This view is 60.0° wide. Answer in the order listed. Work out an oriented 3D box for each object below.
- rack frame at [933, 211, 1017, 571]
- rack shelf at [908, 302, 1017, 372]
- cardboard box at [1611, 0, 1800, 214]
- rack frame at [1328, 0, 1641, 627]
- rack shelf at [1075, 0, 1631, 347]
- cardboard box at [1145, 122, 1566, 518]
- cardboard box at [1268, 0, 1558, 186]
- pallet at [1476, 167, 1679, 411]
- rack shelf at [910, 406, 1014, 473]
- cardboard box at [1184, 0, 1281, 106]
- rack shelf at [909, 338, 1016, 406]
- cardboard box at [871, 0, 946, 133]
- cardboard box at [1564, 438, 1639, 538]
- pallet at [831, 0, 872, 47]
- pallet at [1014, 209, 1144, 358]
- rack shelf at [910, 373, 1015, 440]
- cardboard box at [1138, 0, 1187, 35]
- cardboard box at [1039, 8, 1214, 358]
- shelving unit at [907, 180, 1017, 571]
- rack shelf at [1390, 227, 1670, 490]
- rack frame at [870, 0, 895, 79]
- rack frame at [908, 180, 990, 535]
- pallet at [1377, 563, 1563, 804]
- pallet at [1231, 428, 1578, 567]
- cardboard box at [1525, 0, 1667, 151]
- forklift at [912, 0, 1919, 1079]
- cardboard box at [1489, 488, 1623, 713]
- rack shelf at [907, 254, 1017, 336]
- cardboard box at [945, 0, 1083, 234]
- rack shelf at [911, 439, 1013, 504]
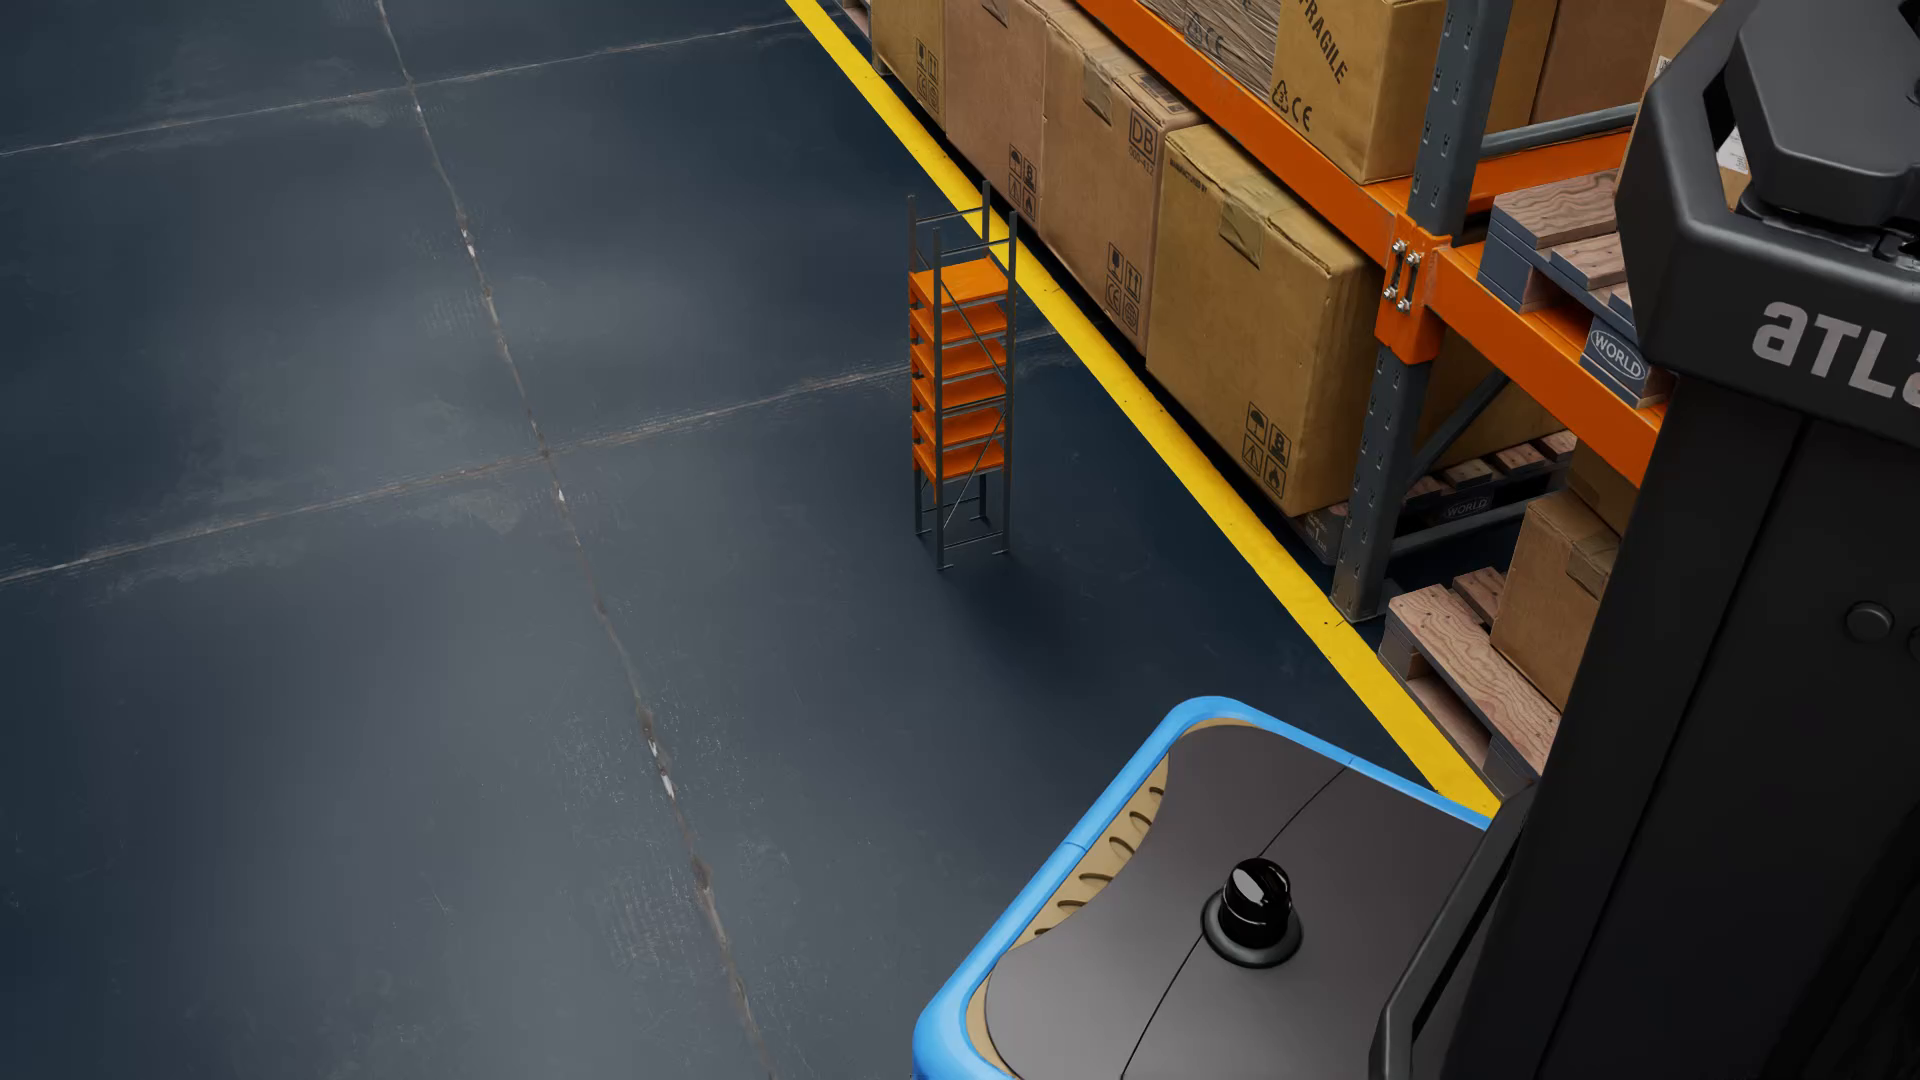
[{"bbox_3d":[0.041,-0.391,4.785,0.240,1.200,0.006,-15,43,-17],"label":"rack frame"},{"bbox_3d":[0.006,-0.594,4.721,0.258,0.103,0.180,-15,43,-17],"label":"rack shelf"},{"bbox_3d":[1.845,-0.923,3.624,0.500,0.500,0.500,-20,45,-22],"label":"cardboard box"},{"bbox_3d":[1.601,-1.041,4.160,1.000,3.000,0.127,-15,43,-17],"label":"rack frame"},{"bbox_3d":[0.836,-1.973,5.796,1.077,0.370,4.000,-15,43,-17],"label":"rack shelf"},{"bbox_3d":[1.357,-0.816,5.206,1.225,0.875,0.875,-17,44,-19],"label":"cardboard box"},{"bbox_3d":[1.184,-1.315,4.402,0.500,0.500,0.500,-14,43,-16],"label":"cardboard box"},{"bbox_3d":[1.972,-0.566,3.755,1.213,0.211,1.003,-15,43,-17],"label":"pallet"},{"bbox_3d":[0.006,-0.322,4.956,0.258,0.103,0.180,-15,43,-17],"label":"rack shelf"},{"bbox_3d":[0.998,-1.617,4.753,0.500,0.500,0.500,-15,43,-17],"label":"cardboard box"},{"bbox_3d":[0.006,-0.504,4.799,0.258,0.103,0.180,-15,43,-17],"label":"rack shelf"},{"bbox_3d":[0.334,-2.424,7.076,1.225,0.875,0.875,-15,43,-17],"label":"cardboard box"},{"bbox_3d":[1.885,-0.149,4.127,0.500,0.250,0.500,-13,42,-15],"label":"cardboard box"},{"bbox_3d":[-0.148,-2.871,8.427,1.003,0.211,1.213,-15,43,-17],"label":"pallet"},{"bbox_3d":[0.906,-1.212,6.497,1.003,0.211,1.213,-15,43,-17],"label":"pallet"},{"bbox_3d":[0.006,-0.413,4.878,0.258,0.103,0.180,-15,43,-17],"label":"rack shelf"},{"bbox_3d":[0.797,-1.929,5.115,0.500,0.500,0.500,-16,43,-18],"label":"cardboard box"},{"bbox_3d":[1.023,-1.355,5.832,1.225,0.875,0.875,-15,43,-17],"label":"cardboard box"},{"bbox_3d":[0.006,-0.446,4.849,0.258,1.200,0.189,-15,43,-17],"label":"shelving unit"},{"bbox_3d":[2.367,0.436,2.994,1.077,0.370,4.000,-15,43,-17],"label":"rack shelf"},{"bbox_3d":[0.071,-3.451,6.963,1.000,3.000,0.127,-15,43,-17],"label":"rack frame"},{"bbox_3d":[-0.029,-0.501,4.913,0.240,1.200,0.006,-15,43,-17],"label":"rack frame"},{"bbox_3d":[1.899,0.487,4.522,1.003,0.211,1.213,-15,43,-17],"label":"pallet"},{"bbox_3d":[1.369,-0.478,5.644,1.003,0.211,1.213,-15,43,-17],"label":"pallet"},{"bbox_3d":[1.667,-1.440,4.547,0.500,0.500,0.500,-14,43,-16],"label":"cardboard box"},{"bbox_3d":[1.406,0.793,2.079,3.031,2.935,1.130,24,46,26],"label":"forklift"},{"bbox_3d":[1.876,0.138,4.368,0.700,0.500,0.500,-17,44,-19],"label":"cardboard box"},{"bbox_3d":[0.006,-0.685,4.643,0.258,0.103,0.180,-15,43,-17],"label":"rack shelf"},{"bbox_3d":[0.677,-1.886,6.450,1.225,0.875,0.875,-17,43,-18],"label":"cardboard box"},{"bbox_3d":[0.006,-0.231,5.034,0.258,0.103,0.180,-15,43,-17],"label":"rack shelf"}]
